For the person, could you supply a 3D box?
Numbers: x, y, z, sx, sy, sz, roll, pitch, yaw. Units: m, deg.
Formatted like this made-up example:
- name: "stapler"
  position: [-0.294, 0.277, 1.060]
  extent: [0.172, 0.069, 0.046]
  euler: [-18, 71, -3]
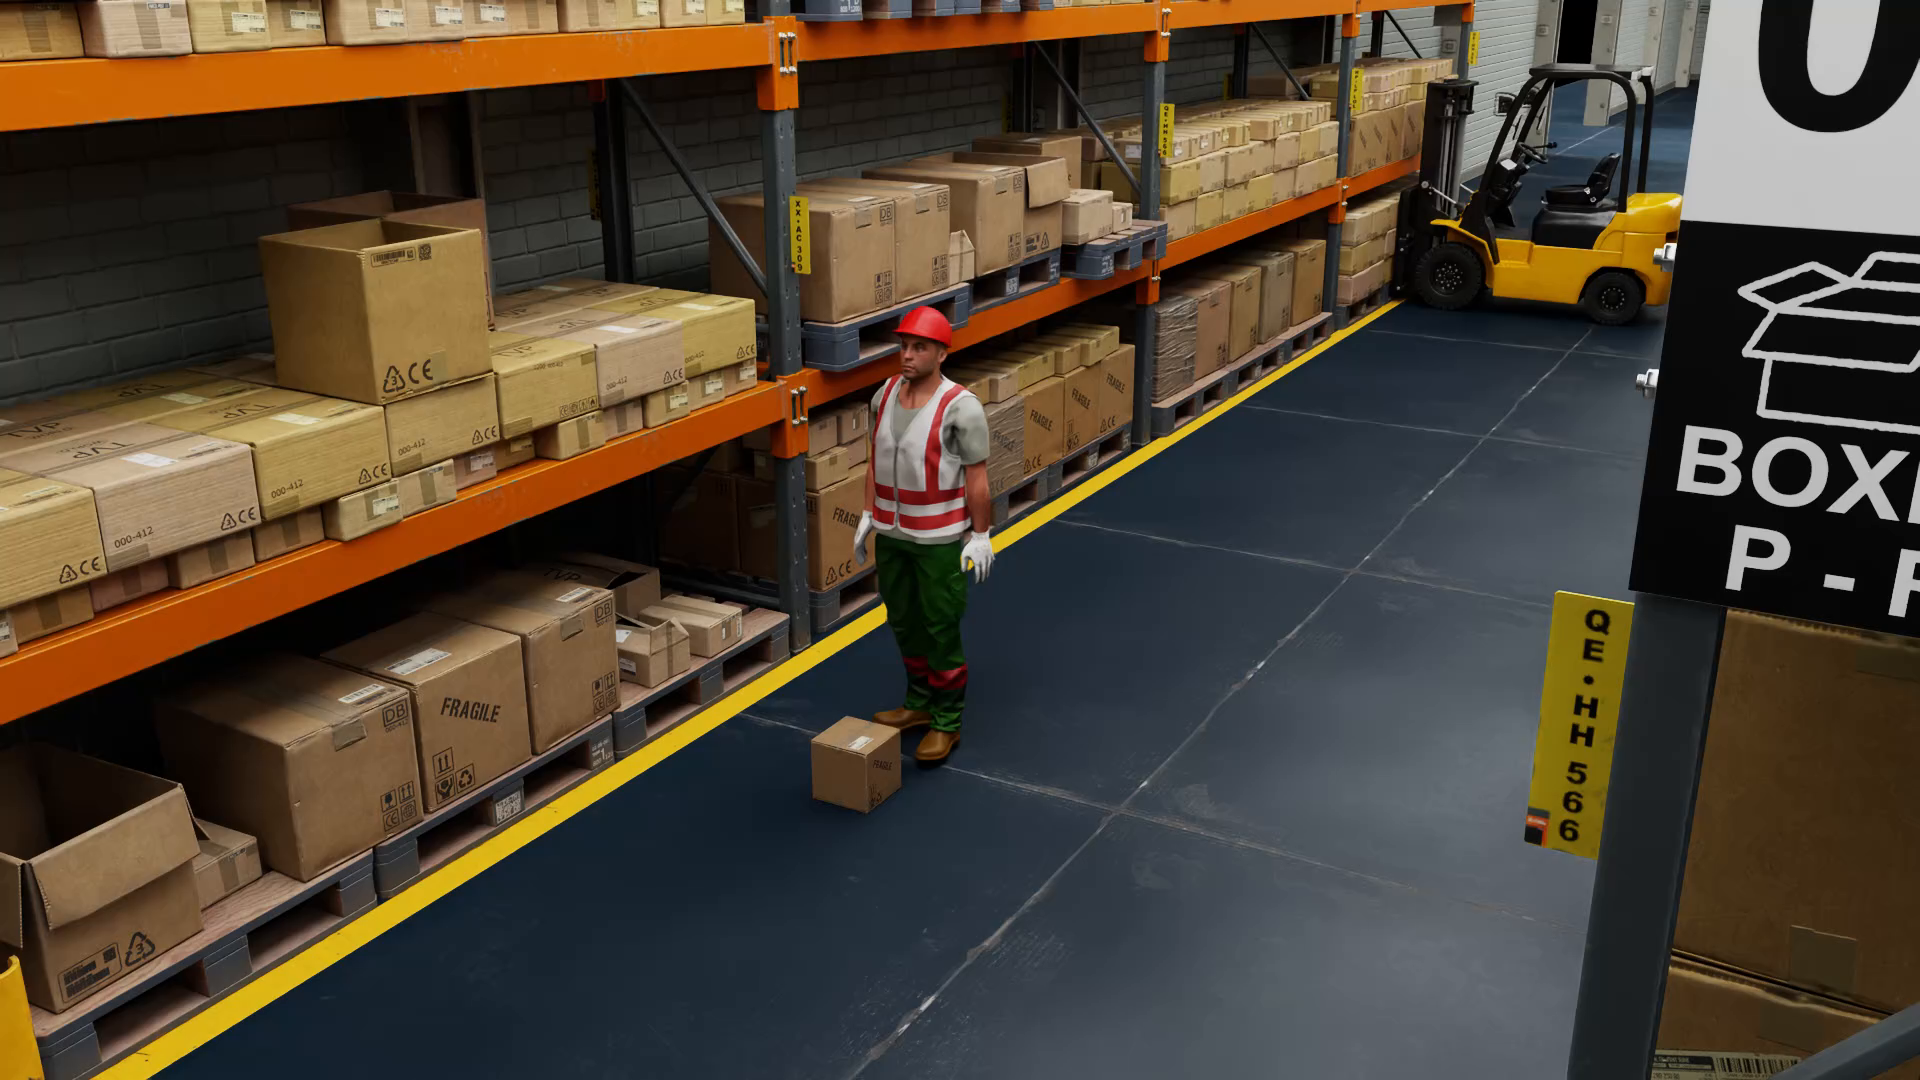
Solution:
- name: "person"
  position: [-0.147, -0.024, 6.532]
  extent: [0.563, 1.790, 0.392]
  euler: [14, 23, 34]
